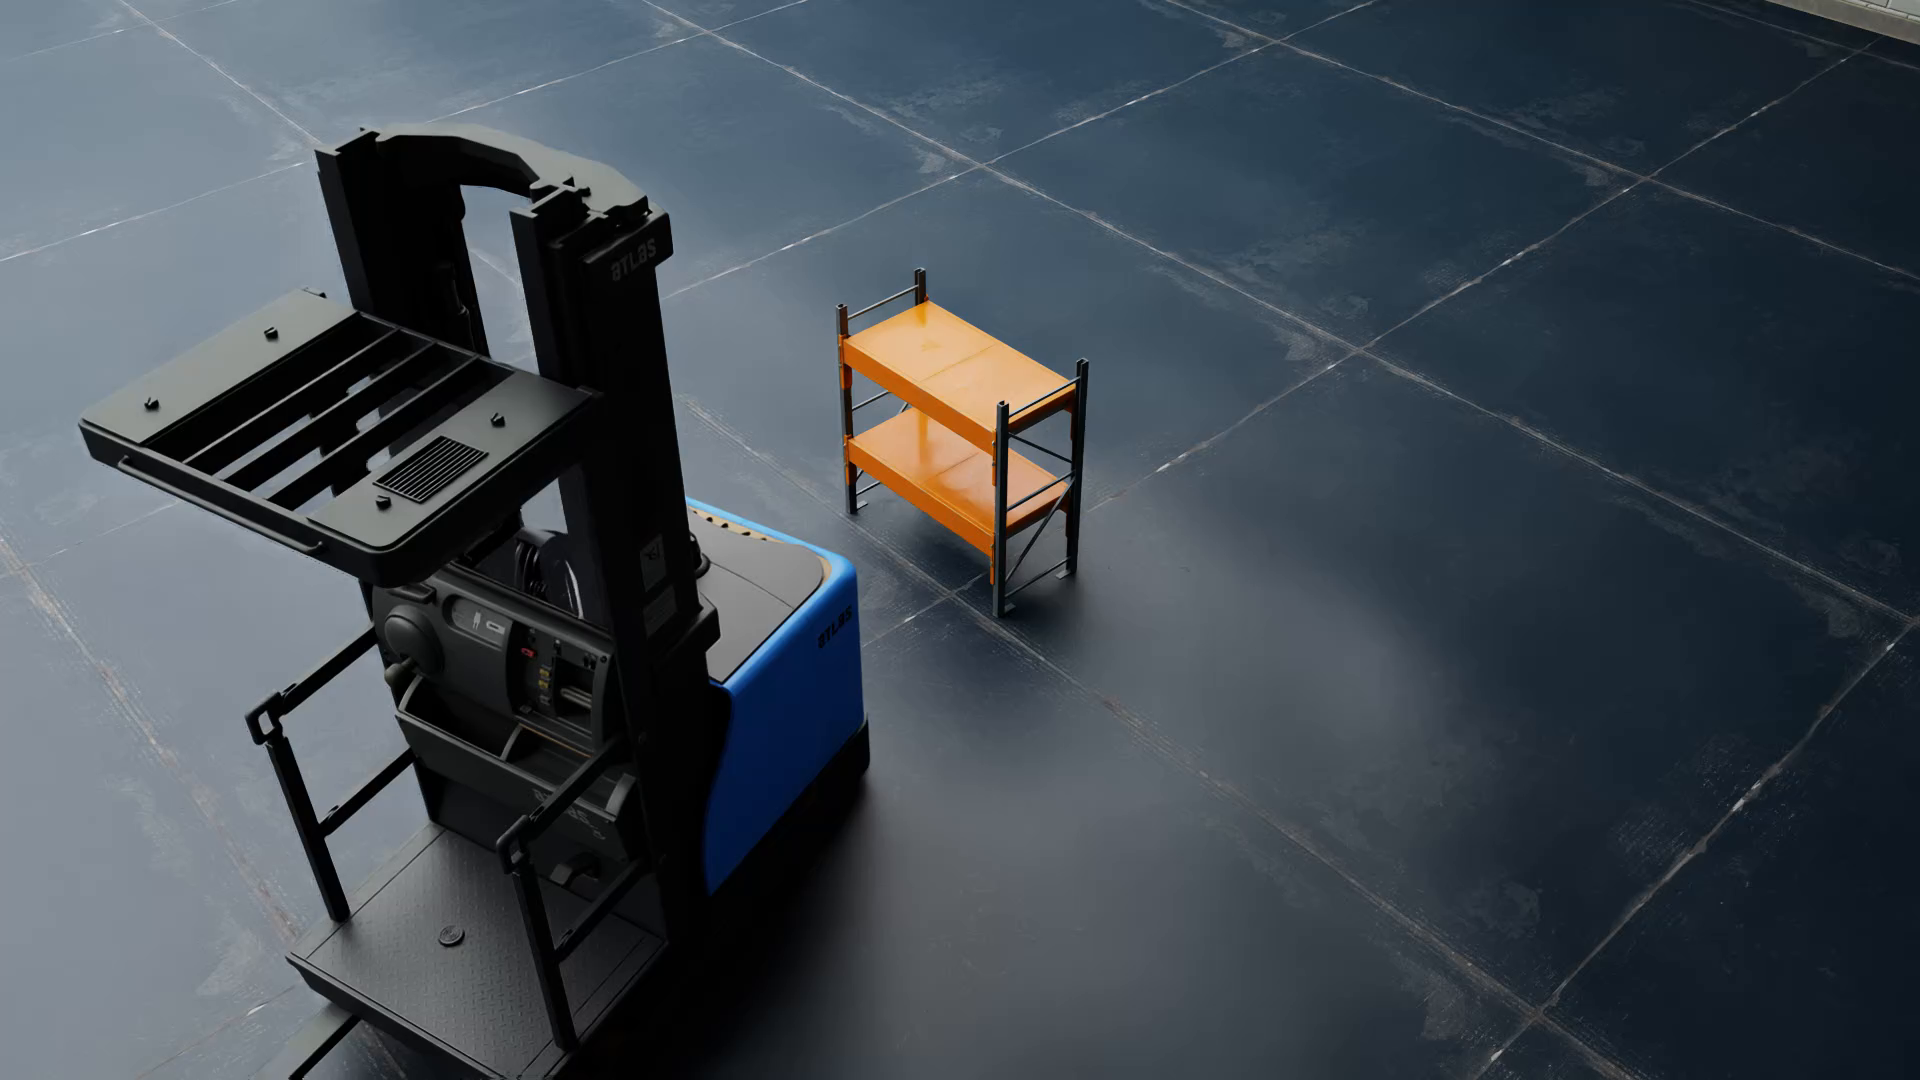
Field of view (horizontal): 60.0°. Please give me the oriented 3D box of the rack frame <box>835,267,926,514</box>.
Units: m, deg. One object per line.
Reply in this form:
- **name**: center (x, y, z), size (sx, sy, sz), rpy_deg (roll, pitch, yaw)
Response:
- **rack frame**: center (-0.348, -0.676, 7.692), size (0.500, 1.125, 0.032), rpy_deg (-30, 48, -32)

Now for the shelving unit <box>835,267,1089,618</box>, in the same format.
- **shelving unit**: center (-0.005, -0.441, 7.400), size (0.538, 1.125, 1.048), rpy_deg (-30, 48, -32)

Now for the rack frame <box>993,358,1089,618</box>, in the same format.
- **rack frame**: center (0.339, -0.205, 7.109), size (0.500, 1.125, 0.032), rpy_deg (-30, 48, -32)

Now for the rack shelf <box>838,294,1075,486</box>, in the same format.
- **rack shelf**: center (-0.005, -0.668, 7.217), size (0.538, 0.278, 1.000), rpy_deg (-30, 48, -32)

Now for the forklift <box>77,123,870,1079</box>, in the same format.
- **forklift**: center (-1.531, 0.417, 4.900), size (1.130, 2.935, 3.031), rpy_deg (20, 43, 23)

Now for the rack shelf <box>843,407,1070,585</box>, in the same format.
- **rack shelf**: center (-0.005, -0.251, 7.554), size (0.538, 0.278, 1.000), rpy_deg (-30, 48, -32)
